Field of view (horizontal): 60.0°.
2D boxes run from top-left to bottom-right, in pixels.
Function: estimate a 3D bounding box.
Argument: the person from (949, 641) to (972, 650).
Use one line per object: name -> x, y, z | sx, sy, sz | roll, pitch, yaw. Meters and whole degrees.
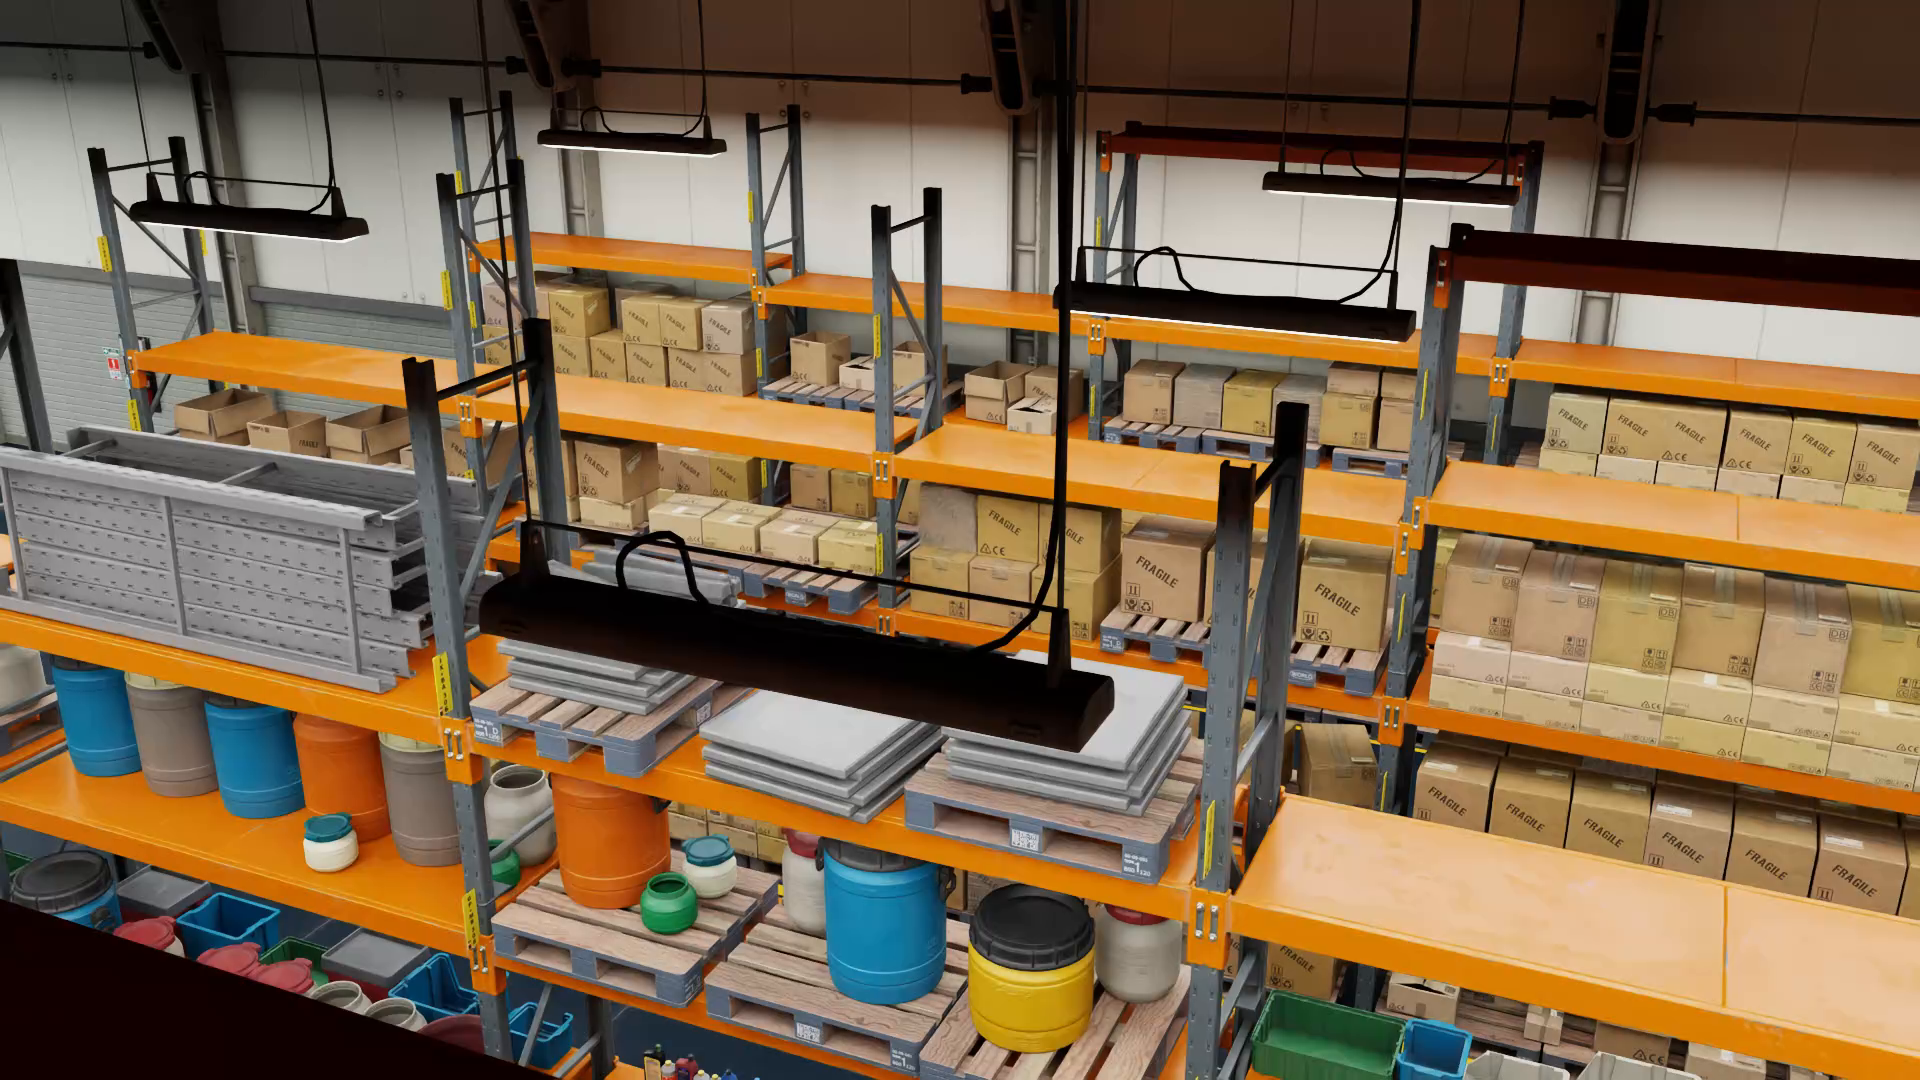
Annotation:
person -> 0.026, 0.877, 17.805 | 0.556, 1.763, 0.591 | 16, 26, 37
